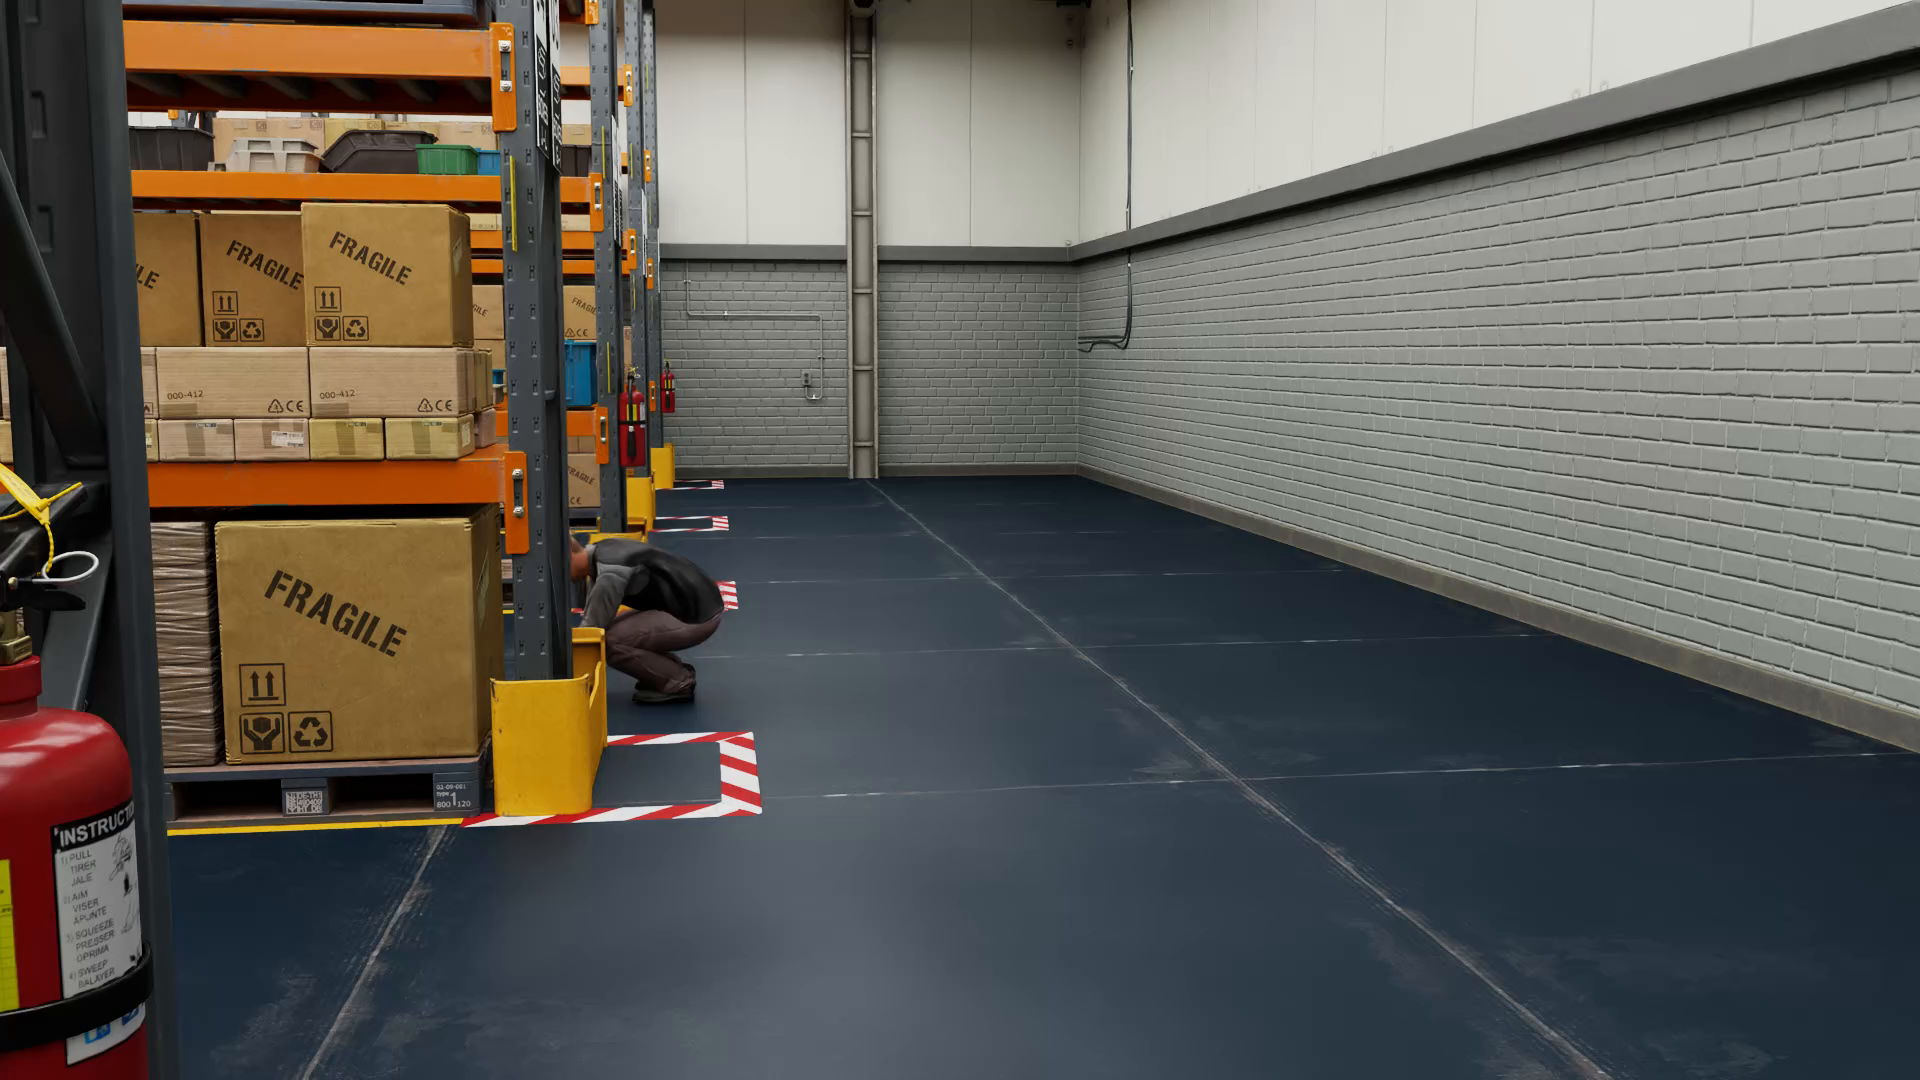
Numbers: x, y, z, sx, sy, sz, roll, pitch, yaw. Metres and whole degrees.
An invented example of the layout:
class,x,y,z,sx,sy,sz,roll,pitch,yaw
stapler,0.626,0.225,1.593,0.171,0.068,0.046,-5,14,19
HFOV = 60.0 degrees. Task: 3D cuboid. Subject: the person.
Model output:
class,x,y,z,sx,sy,sz,roll,pitch,yaw
person,-1.588,0.368,8.105,0.877,0.832,0.530,-1,7,-9
